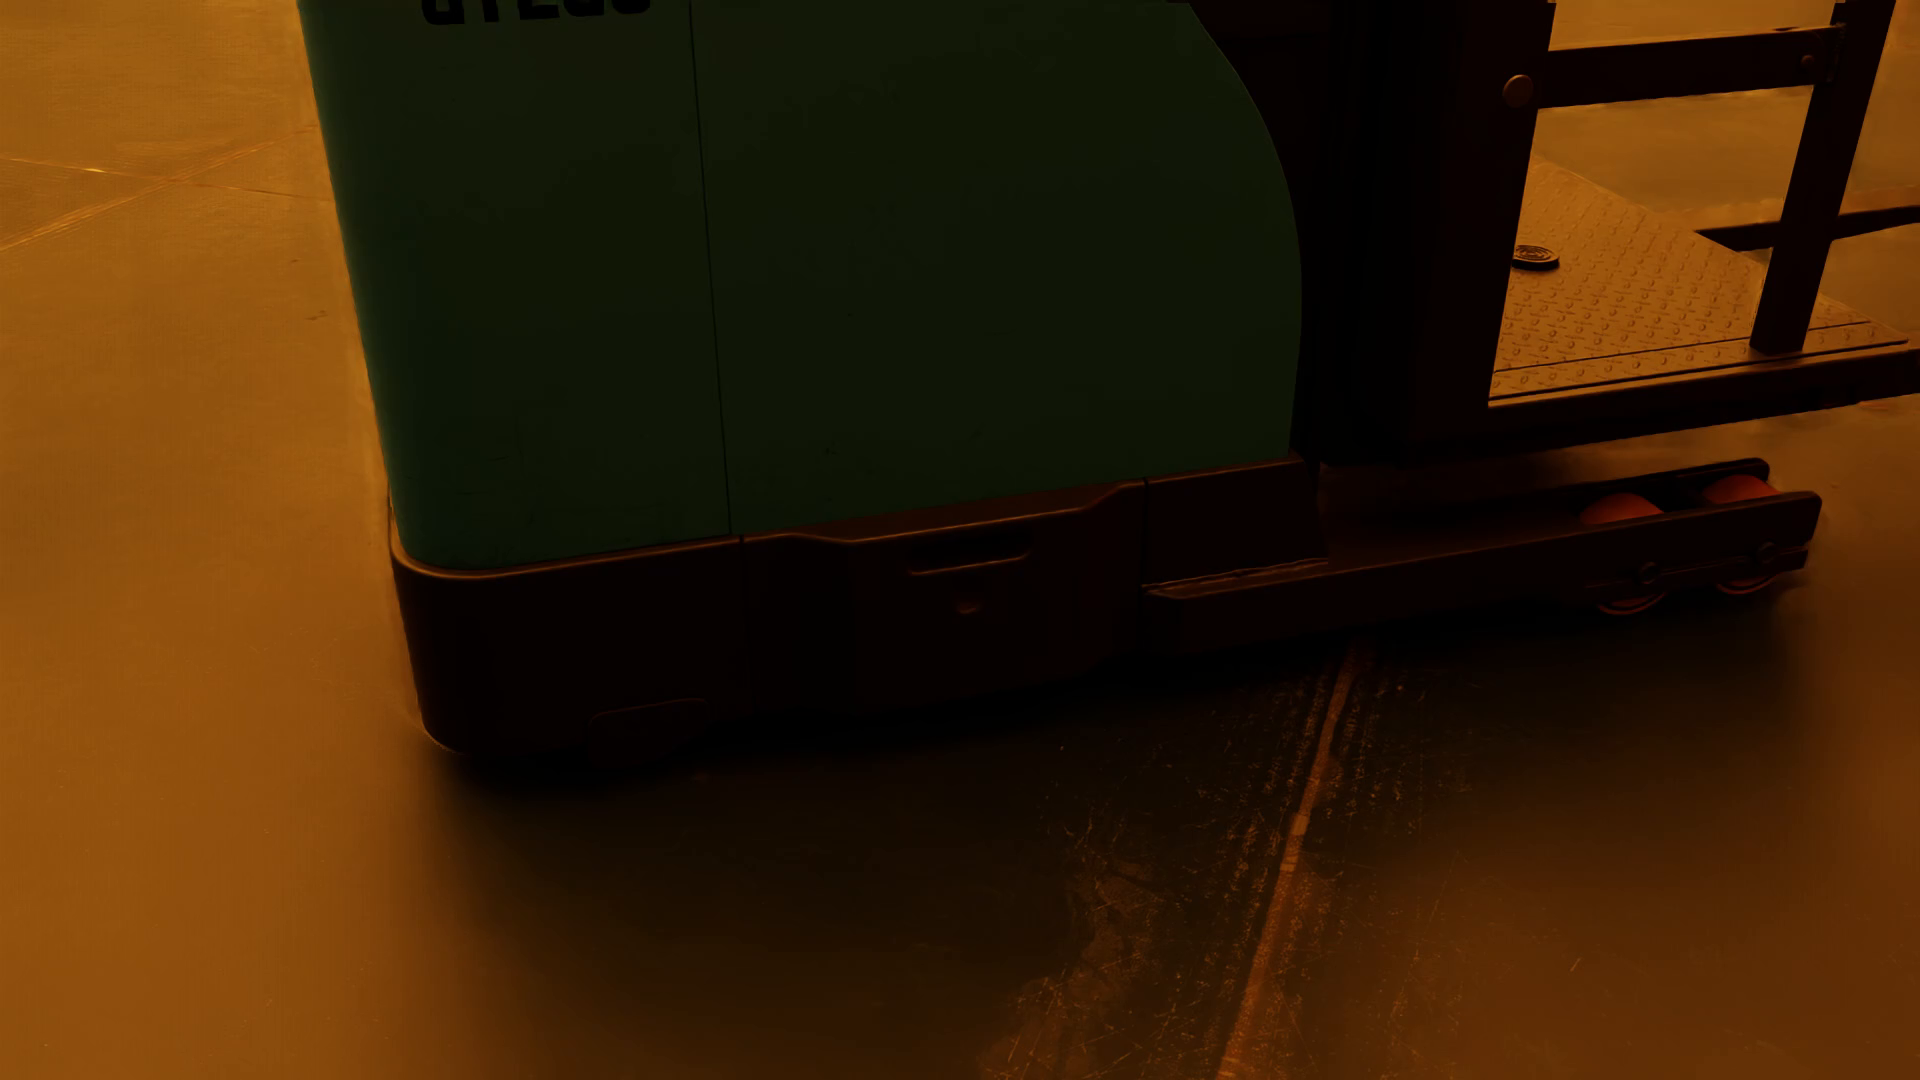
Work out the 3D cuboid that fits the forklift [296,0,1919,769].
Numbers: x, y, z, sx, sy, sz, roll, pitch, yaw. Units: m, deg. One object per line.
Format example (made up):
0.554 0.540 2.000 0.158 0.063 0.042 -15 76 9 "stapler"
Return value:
0.692 -1.411 2.018 3.031 2.935 1.130 -8 31 -14 "forklift"
